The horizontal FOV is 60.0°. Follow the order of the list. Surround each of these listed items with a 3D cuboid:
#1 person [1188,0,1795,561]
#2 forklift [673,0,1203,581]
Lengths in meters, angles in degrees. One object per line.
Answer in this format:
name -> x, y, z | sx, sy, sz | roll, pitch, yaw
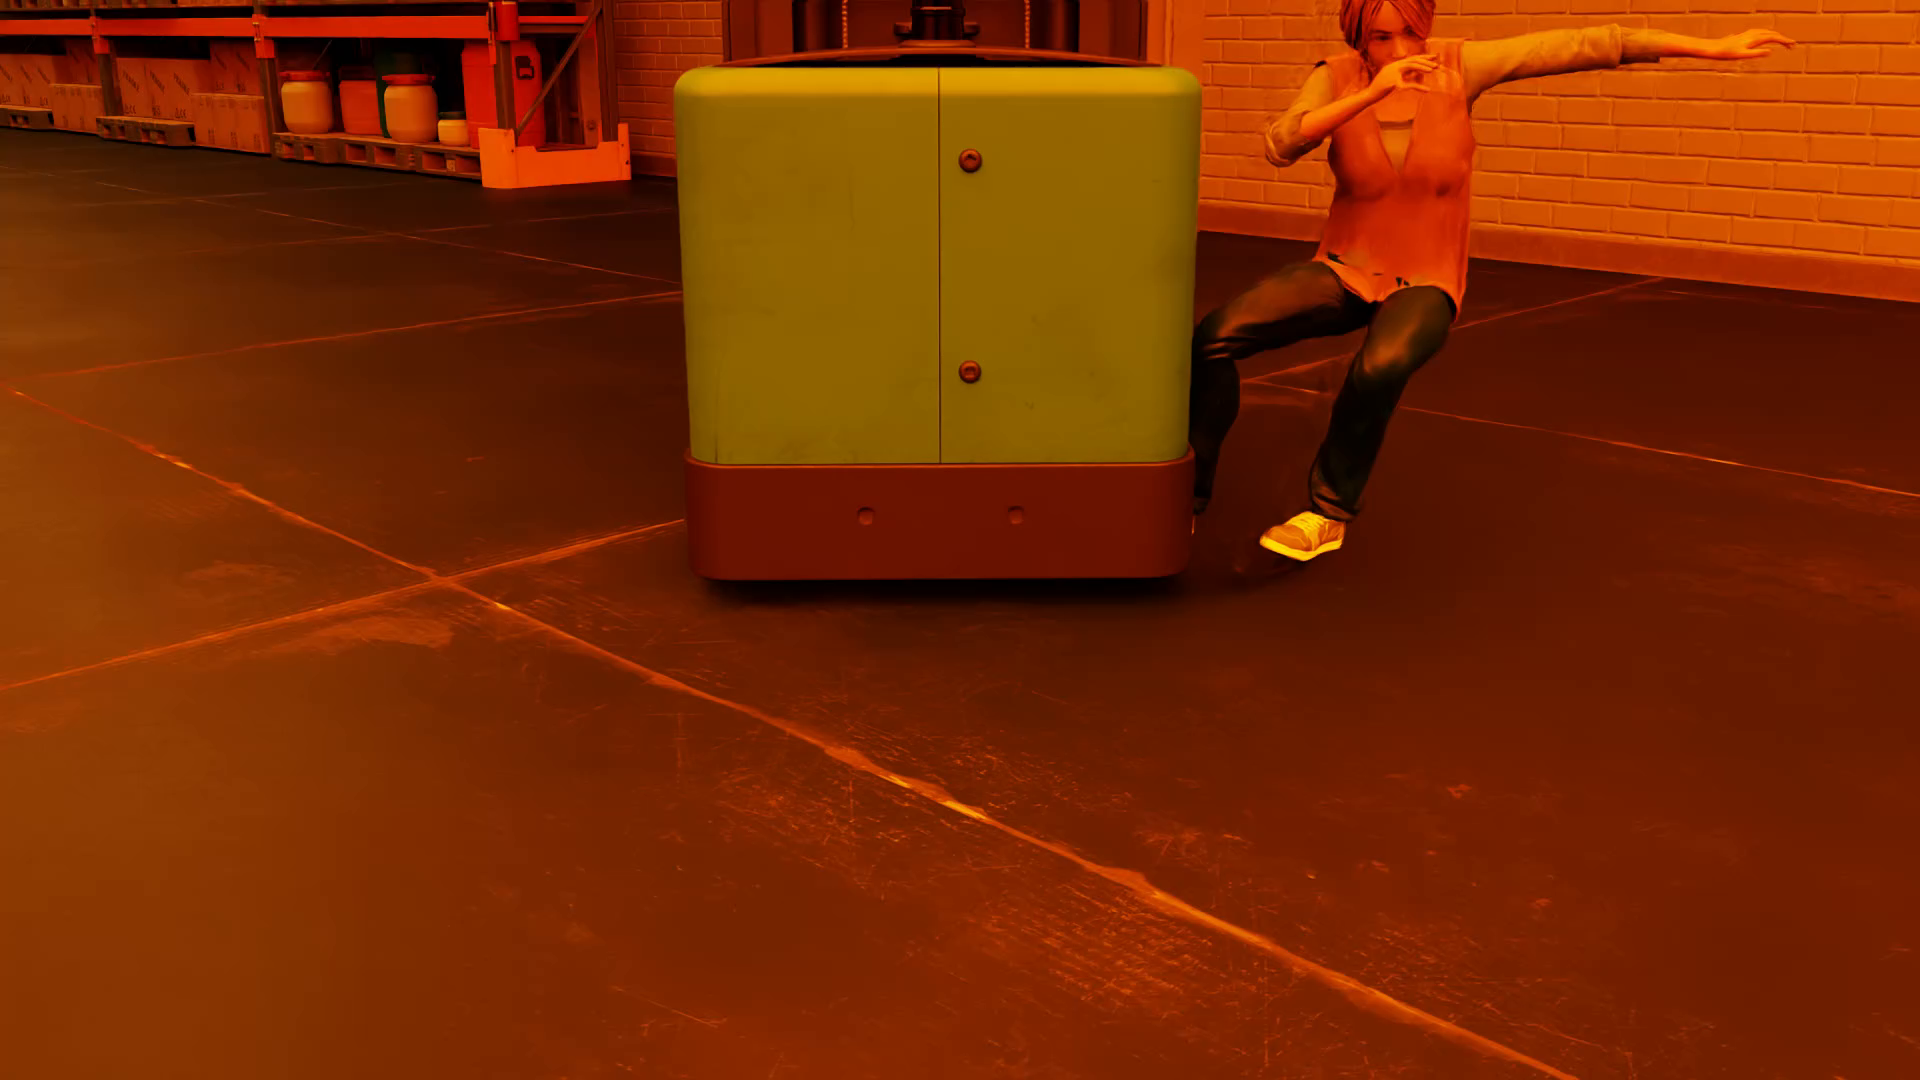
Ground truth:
person -> 0.976, -0.555, 3.489 | 1.310, 1.252, 0.657 | 6, 18, 19
forklift -> -0.069, -1.697, 4.424 | 1.130, 2.935, 3.031 | 0, 17, -1
